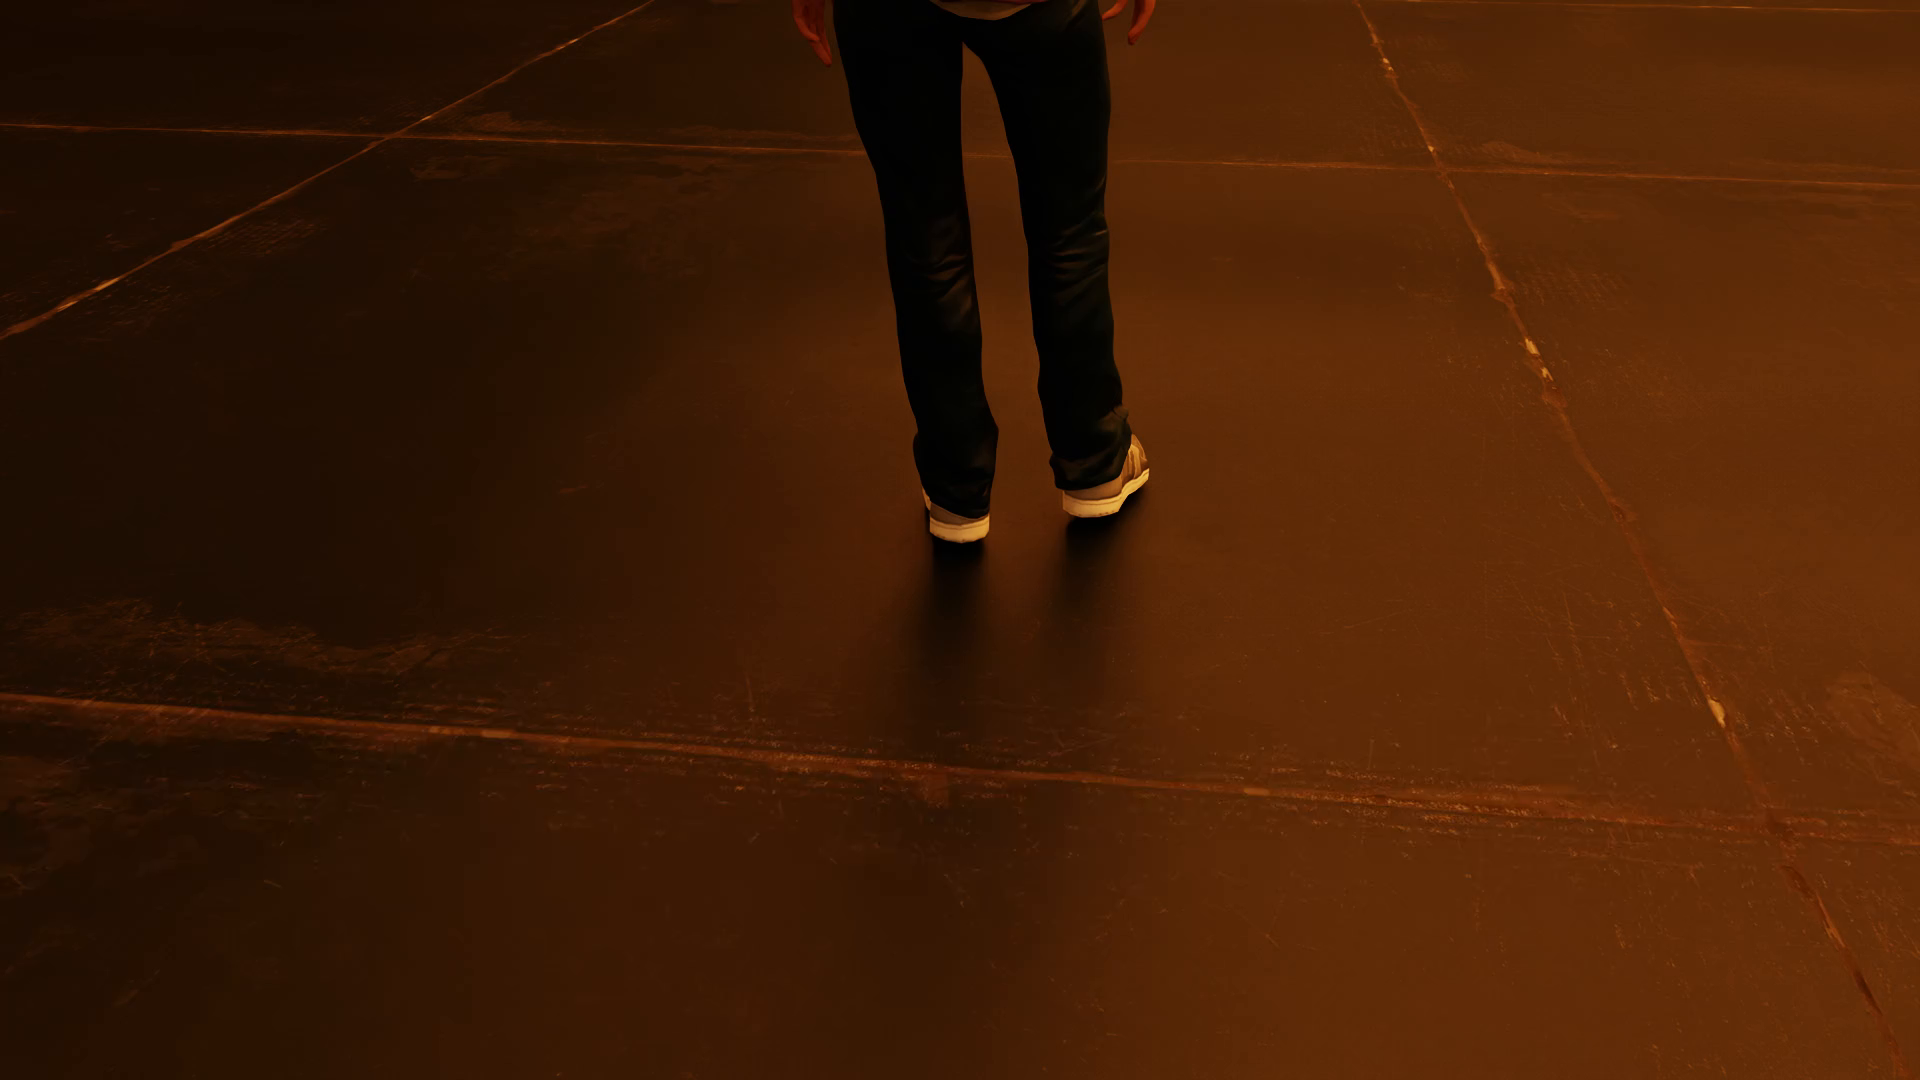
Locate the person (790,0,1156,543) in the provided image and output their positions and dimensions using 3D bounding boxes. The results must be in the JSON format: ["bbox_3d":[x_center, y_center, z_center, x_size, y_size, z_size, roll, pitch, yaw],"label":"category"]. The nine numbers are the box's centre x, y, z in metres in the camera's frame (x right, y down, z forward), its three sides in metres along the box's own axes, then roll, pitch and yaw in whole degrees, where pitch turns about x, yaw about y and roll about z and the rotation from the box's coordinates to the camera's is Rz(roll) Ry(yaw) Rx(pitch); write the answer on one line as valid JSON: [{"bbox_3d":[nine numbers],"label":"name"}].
[{"bbox_3d":[0.023,-0.753,2.204,0.520,1.596,0.475,3,27,7],"label":"person"}]
